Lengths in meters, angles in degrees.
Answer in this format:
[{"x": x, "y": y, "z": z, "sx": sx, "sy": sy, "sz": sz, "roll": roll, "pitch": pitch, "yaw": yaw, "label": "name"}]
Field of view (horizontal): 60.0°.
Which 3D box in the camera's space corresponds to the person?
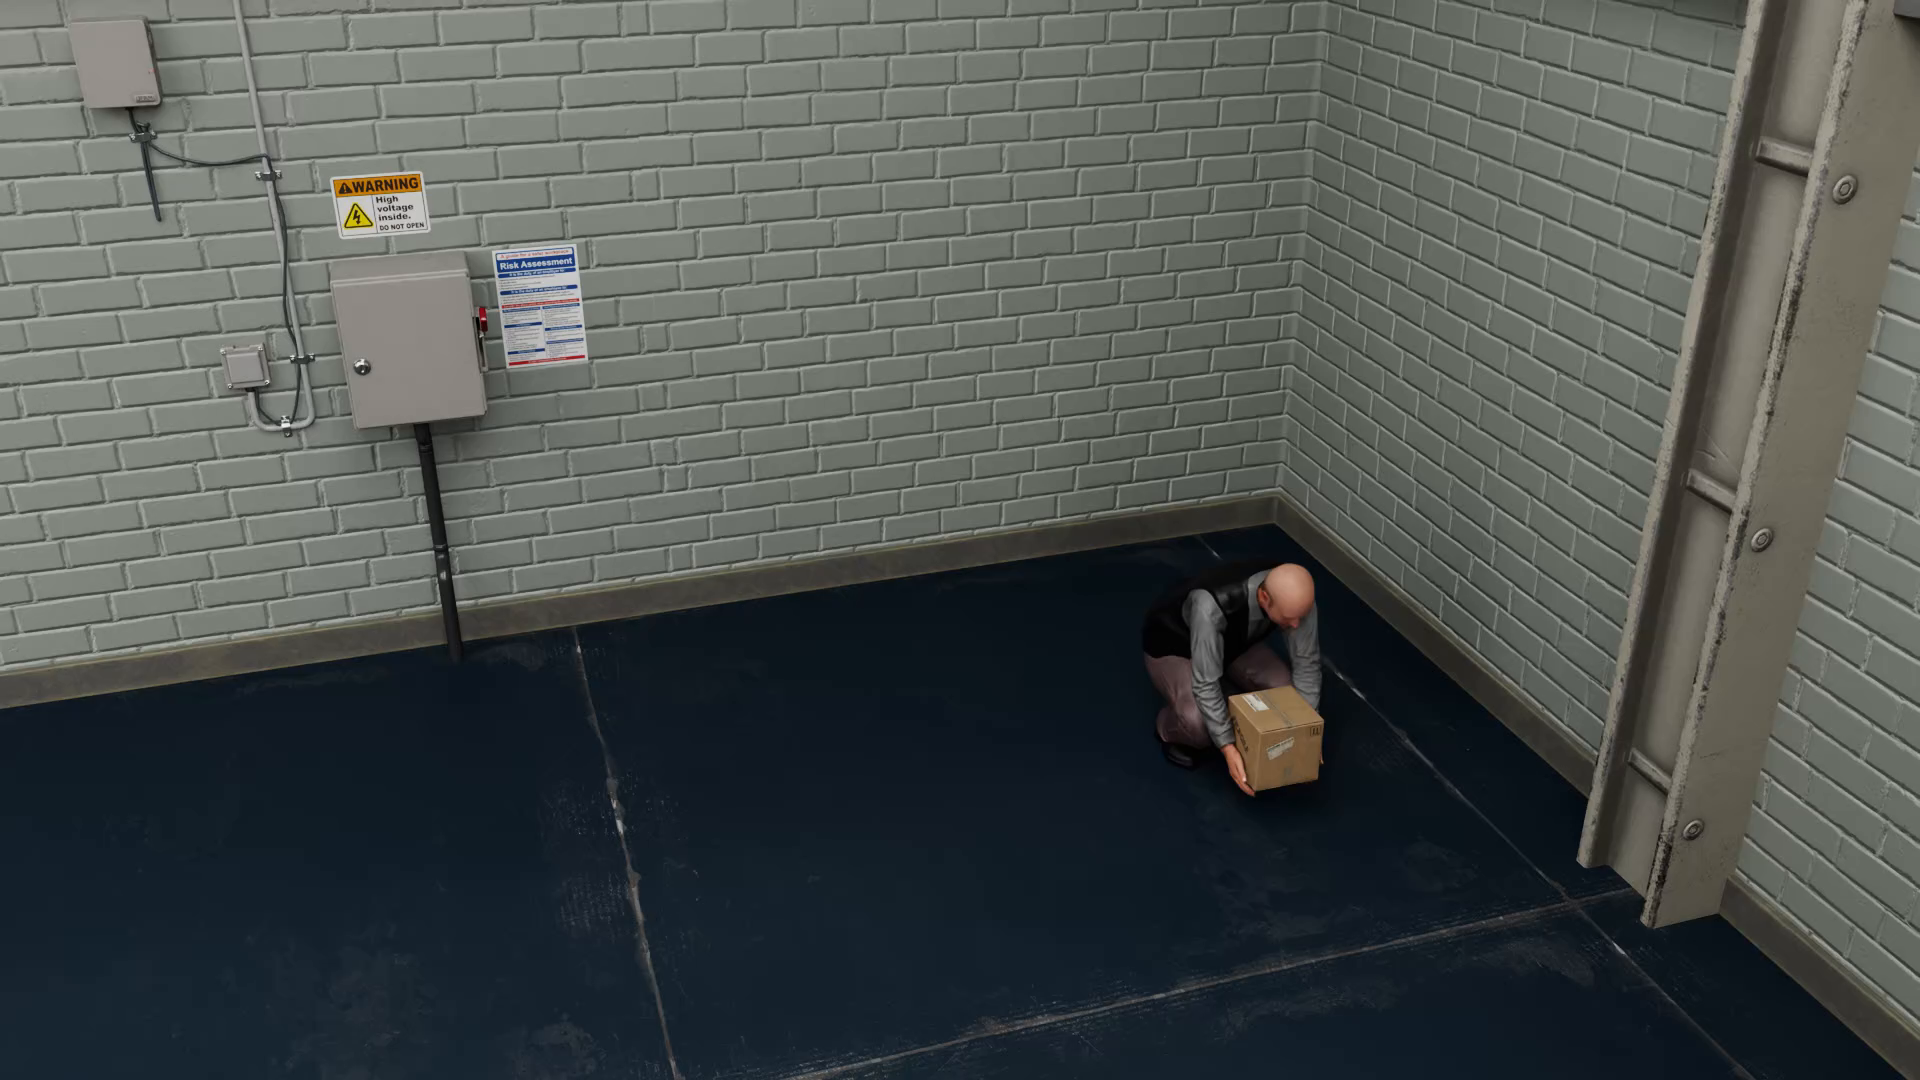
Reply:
[{"x": 1.021, "y": 0.424, "z": 6.149, "sx": 0.530, "sy": 0.966, "sz": 0.869, "roll": -8, "pitch": 27, "yaw": -16, "label": "person"}]
